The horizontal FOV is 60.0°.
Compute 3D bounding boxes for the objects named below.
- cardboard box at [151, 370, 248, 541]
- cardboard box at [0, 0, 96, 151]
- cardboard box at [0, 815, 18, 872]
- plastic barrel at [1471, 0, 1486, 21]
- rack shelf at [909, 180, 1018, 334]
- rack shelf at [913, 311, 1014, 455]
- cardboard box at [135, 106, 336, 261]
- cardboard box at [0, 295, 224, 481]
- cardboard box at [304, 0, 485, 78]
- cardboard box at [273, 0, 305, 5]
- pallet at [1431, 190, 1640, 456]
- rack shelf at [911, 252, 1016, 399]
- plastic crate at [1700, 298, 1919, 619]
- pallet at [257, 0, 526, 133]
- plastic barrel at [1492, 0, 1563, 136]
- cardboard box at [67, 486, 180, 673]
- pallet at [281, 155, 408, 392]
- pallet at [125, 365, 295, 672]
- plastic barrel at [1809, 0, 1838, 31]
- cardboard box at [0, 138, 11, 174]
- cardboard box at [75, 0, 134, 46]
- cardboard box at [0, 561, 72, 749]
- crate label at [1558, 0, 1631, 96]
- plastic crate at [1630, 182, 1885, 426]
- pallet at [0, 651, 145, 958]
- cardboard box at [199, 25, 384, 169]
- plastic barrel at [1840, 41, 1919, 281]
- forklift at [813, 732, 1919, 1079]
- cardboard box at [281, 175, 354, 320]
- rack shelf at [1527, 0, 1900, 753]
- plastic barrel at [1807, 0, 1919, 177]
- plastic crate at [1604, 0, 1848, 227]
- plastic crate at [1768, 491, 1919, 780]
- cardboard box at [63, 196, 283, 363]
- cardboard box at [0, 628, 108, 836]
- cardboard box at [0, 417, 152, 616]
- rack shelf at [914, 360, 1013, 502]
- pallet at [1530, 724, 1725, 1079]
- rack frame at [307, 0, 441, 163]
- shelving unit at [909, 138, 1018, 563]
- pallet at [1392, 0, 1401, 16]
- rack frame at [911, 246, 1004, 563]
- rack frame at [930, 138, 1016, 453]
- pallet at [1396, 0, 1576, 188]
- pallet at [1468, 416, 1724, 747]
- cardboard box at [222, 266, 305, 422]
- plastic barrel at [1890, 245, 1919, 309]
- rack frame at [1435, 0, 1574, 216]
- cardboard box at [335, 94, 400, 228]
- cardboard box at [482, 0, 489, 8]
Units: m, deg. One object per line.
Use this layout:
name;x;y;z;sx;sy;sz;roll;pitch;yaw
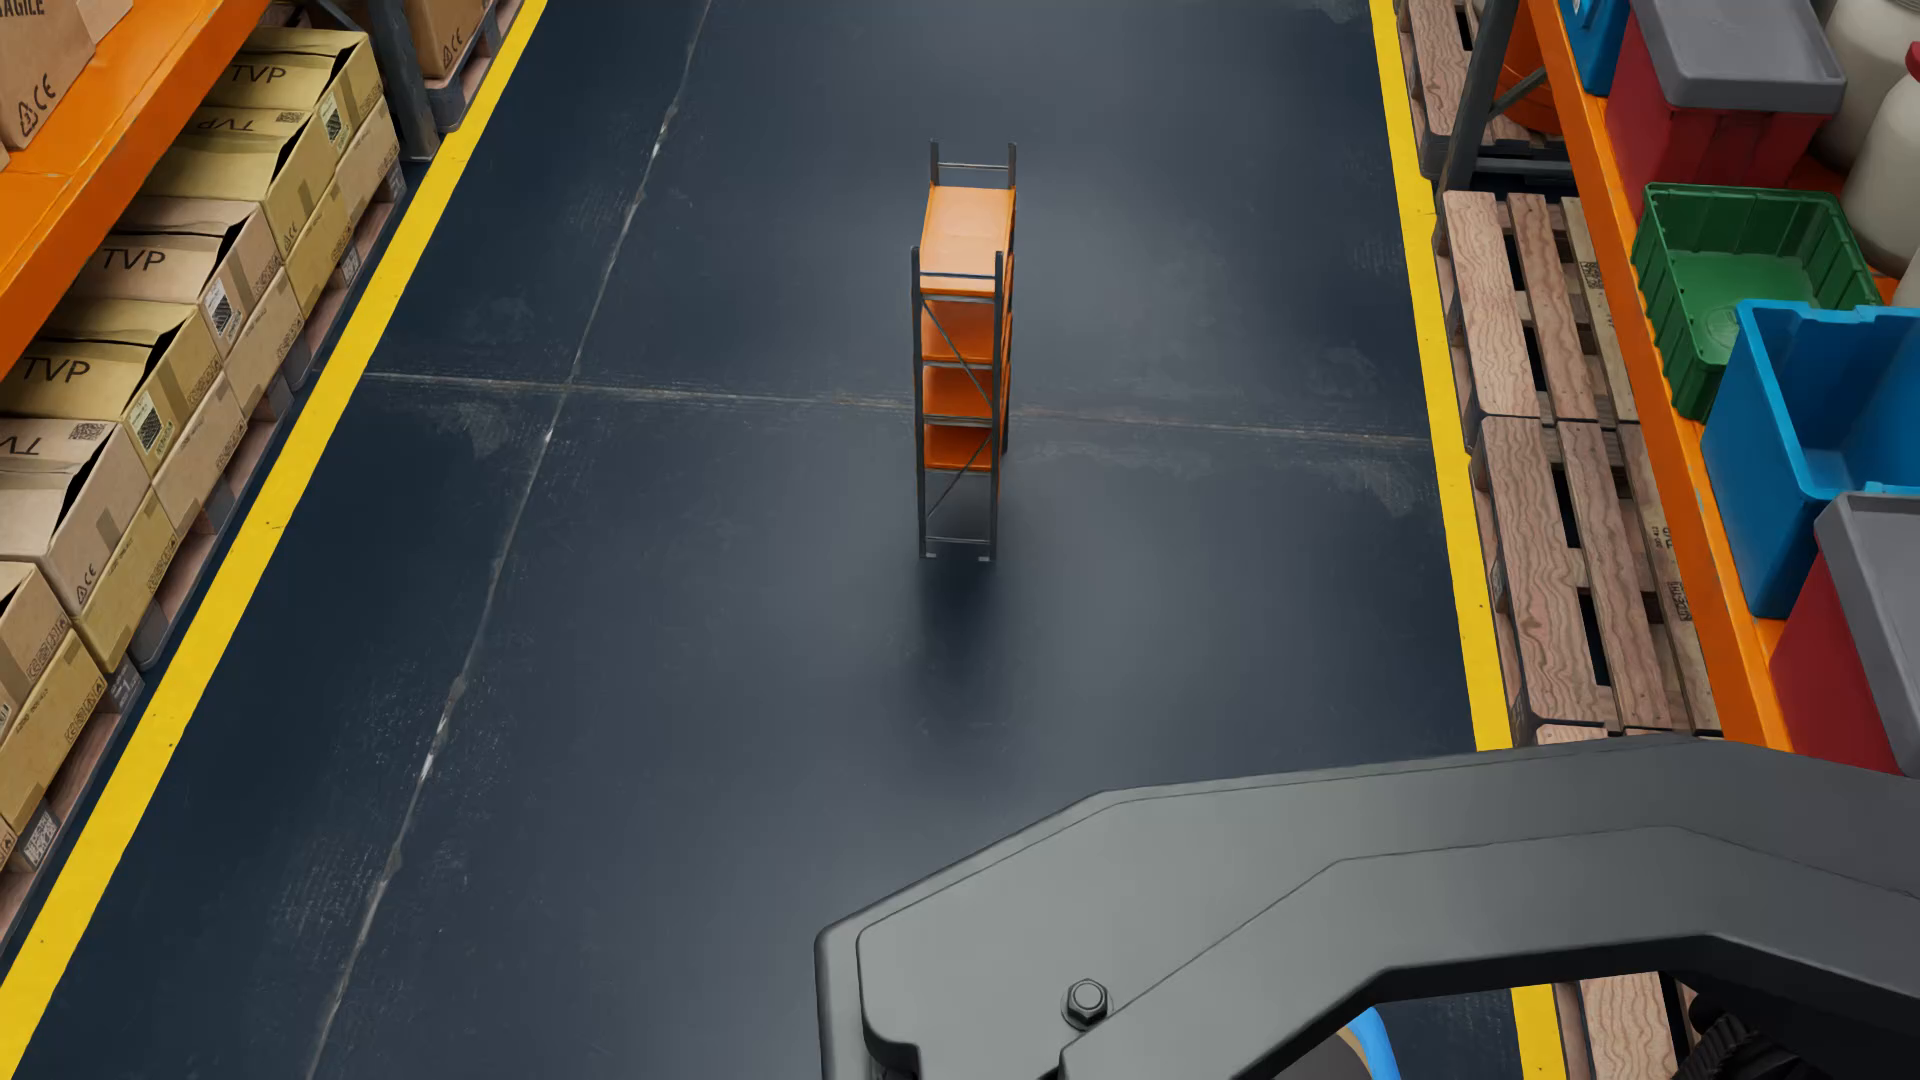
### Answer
cardboard box;-2.537;-0.279;5.051;0.500;0.250;0.500;5;48;4
cardboard box;-2.732;-1.394;4.425;0.500;0.500;0.500;2;48;1
cardboard box;-2.677;0.851;4.017;0.500;0.250;0.500;3;48;3
plastic barrel;2.327;-2.342;6.761;0.421;0.512;0.421;0;48;0
rack shelf;0.015;-0.792;4.629;0.258;0.148;0.480;4;48;4
rack shelf;0.015;-0.481;4.968;0.258;0.148;0.480;4;48;4
cardboard box;-2.439;-1.214;5.526;0.500;0.311;0.500;3;48;3
cardboard box;-2.536;-0.475;4.850;0.500;0.311;0.500;5;48;5
cardboard box;-2.270;-2.215;6.639;0.500;0.500;0.500;6;48;5
cardboard box;-2.744;-2.602;6.993;0.500;0.500;0.500;6;48;5
pallet;2.227;-0.751;5.794;1.003;0.211;1.213;4;48;4
rack shelf;0.015;-0.632;4.803;0.258;0.148;0.480;4;48;4
plastic crate;1.763;-0.145;3.361;0.392;0.384;0.575;4;48;4
pallet;-2.490;-2.199;7.119;1.003;0.211;1.213;4;48;4
plastic barrel;2.364;-2.029;6.259;0.600;0.830;0.708;4;48;4
cardboard box;-2.584;0.095;4.709;0.500;0.250;0.500;3;48;2
pallet;-2.710;-1.051;6.068;1.003;0.211;1.213;4;48;4
pallet;-2.823;-0.157;5.251;1.003;0.211;1.213;4;48;4
plastic barrel;2.456;-1.526;4.537;0.421;0.512;0.421;0;48;0
cardboard box;-2.780;-1.007;4.071;0.500;0.500;0.500;4;48;4
cardboard box;-2.656;-1.569;4.822;0.380;0.149;0.250;7;48;6
cardboard box;-2.624;0.287;4.153;0.500;0.311;0.500;3;48;3
crate label;1.977;-1.559;4.619;0.502;0.435;0.616;4;48;4
plastic crate;1.850;-0.546;3.861;0.450;0.188;0.662;4;48;4
pallet;-2.932;0.742;4.428;1.003;0.211;1.213;4;48;4
cardboard box;-2.398;-1.596;5.876;0.500;0.311;0.500;5;48;5
plastic barrel;2.384;-0.910;3.958;0.433;0.535;0.433;0;48;0
forklift;0.439;1.670;1.736;1.130;2.935;3.031;-5;48;-5
cardboard box;-2.444;-1.026;5.735;0.500;0.250;0.500;3;48;3
rack shelf;2.154;-0.546;4.204;1.077;0.370;4.000;4;48;4
plastic barrel;2.417;-1.216;4.254;0.421;0.512;0.421;0;48;0
plastic crate;1.885;-1.113;4.192;0.402;0.464;0.583;4;48;4
plastic crate;1.712;0.283;2.915;0.402;0.464;0.583;4;48;4
cardboard box;-2.488;-0.843;5.187;0.500;0.311;0.500;4;48;3
cardboard box;-2.629;0.476;4.361;0.500;0.250;0.500;5;48;5
cardboard box;-2.578;-0.093;4.501;0.500;0.311;0.500;2;48;2
rack shelf;0.015;-0.347;5.115;0.258;0.148;0.480;4;48;4
pallet;2.005;1.042;4.154;1.003;0.211;1.213;4;48;4
rack frame;-2.596;-2.594;5.590;1.000;3.000;0.127;4;48;4
shelving unit;0.015;-0.527;4.919;0.258;1.200;0.503;4;48;4
pallet;2.481;-2.794;7.662;1.003;0.211;1.213;4;48;4
rack frame;-0.007;-0.347;4.755;0.240;1.200;0.015;4;48;4
rack frame;0.037;-0.706;5.083;0.240;1.200;0.015;4;48;4
pallet;2.367;-1.900;6.844;1.003;0.211;1.213;4;48;4
pallet;2.114;0.143;4.976;1.003;0.211;1.213;4;48;4
cardboard box;-2.493;-0.657;5.397;0.500;0.250;0.500;5;48;4
plastic barrel;2.345;-0.593;3.667;0.433;0.535;0.433;0;48;0
rack frame;2.337;-2.259;5.283;1.000;3.000;0.127;4;48;4
cardboard box;-2.401;-1.405;6.081;0.500;0.250;0.500;5;48;4
cardboard box;-2.228;-2.600;6.991;0.500;0.500;0.500;2;48;2
